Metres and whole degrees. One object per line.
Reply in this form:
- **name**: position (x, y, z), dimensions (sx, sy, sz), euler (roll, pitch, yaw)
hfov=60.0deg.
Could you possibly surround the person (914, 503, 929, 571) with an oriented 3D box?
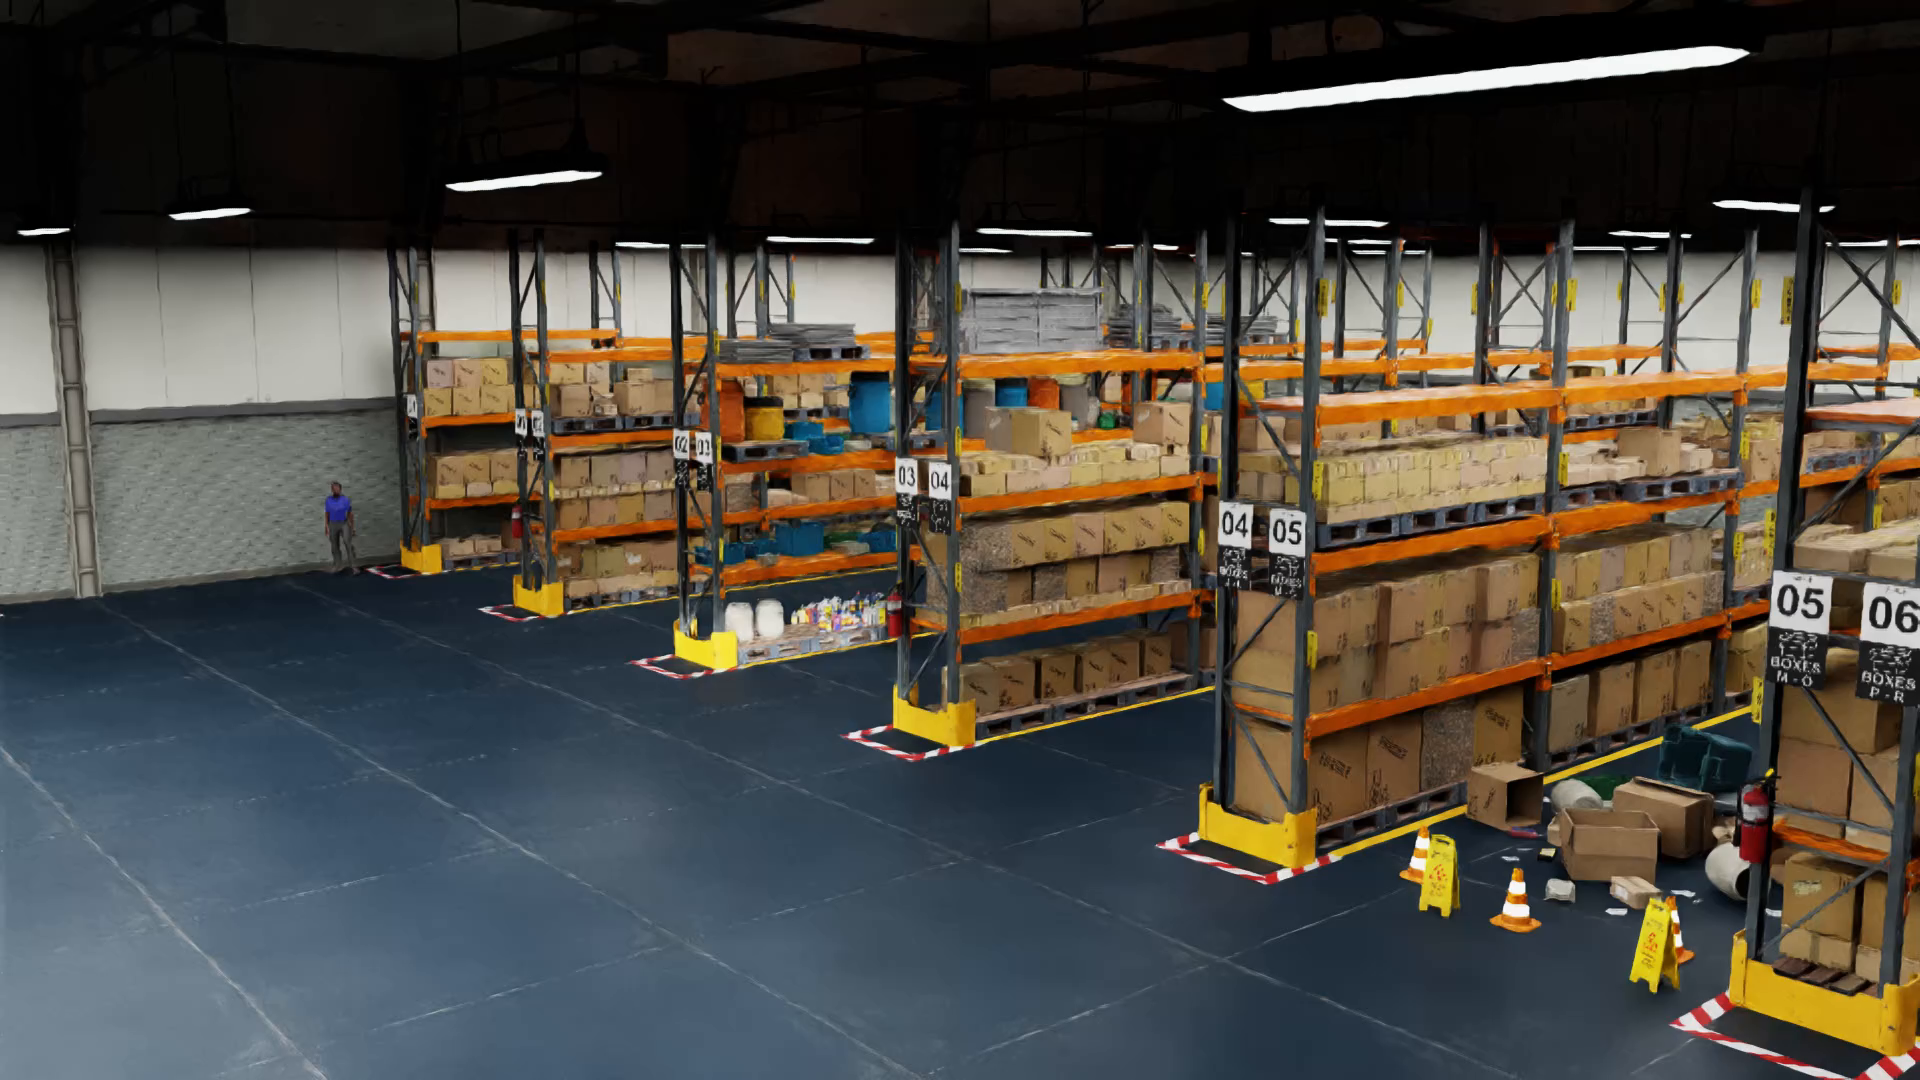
- **person**: position (-0.703, -0.191, 29.691), dimensions (1.110, 1.590, 0.448), euler (-7, 11, -37)

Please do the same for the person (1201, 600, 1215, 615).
- **person**: position (3.484, 0.619, 24.300), dimensions (1.115, 1.648, 0.543), euler (-7, 11, -37)

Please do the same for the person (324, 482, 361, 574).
- **person**: position (-11.069, -0.224, 29.747), dimensions (0.687, 1.652, 0.523), euler (-1, 9, -6)
